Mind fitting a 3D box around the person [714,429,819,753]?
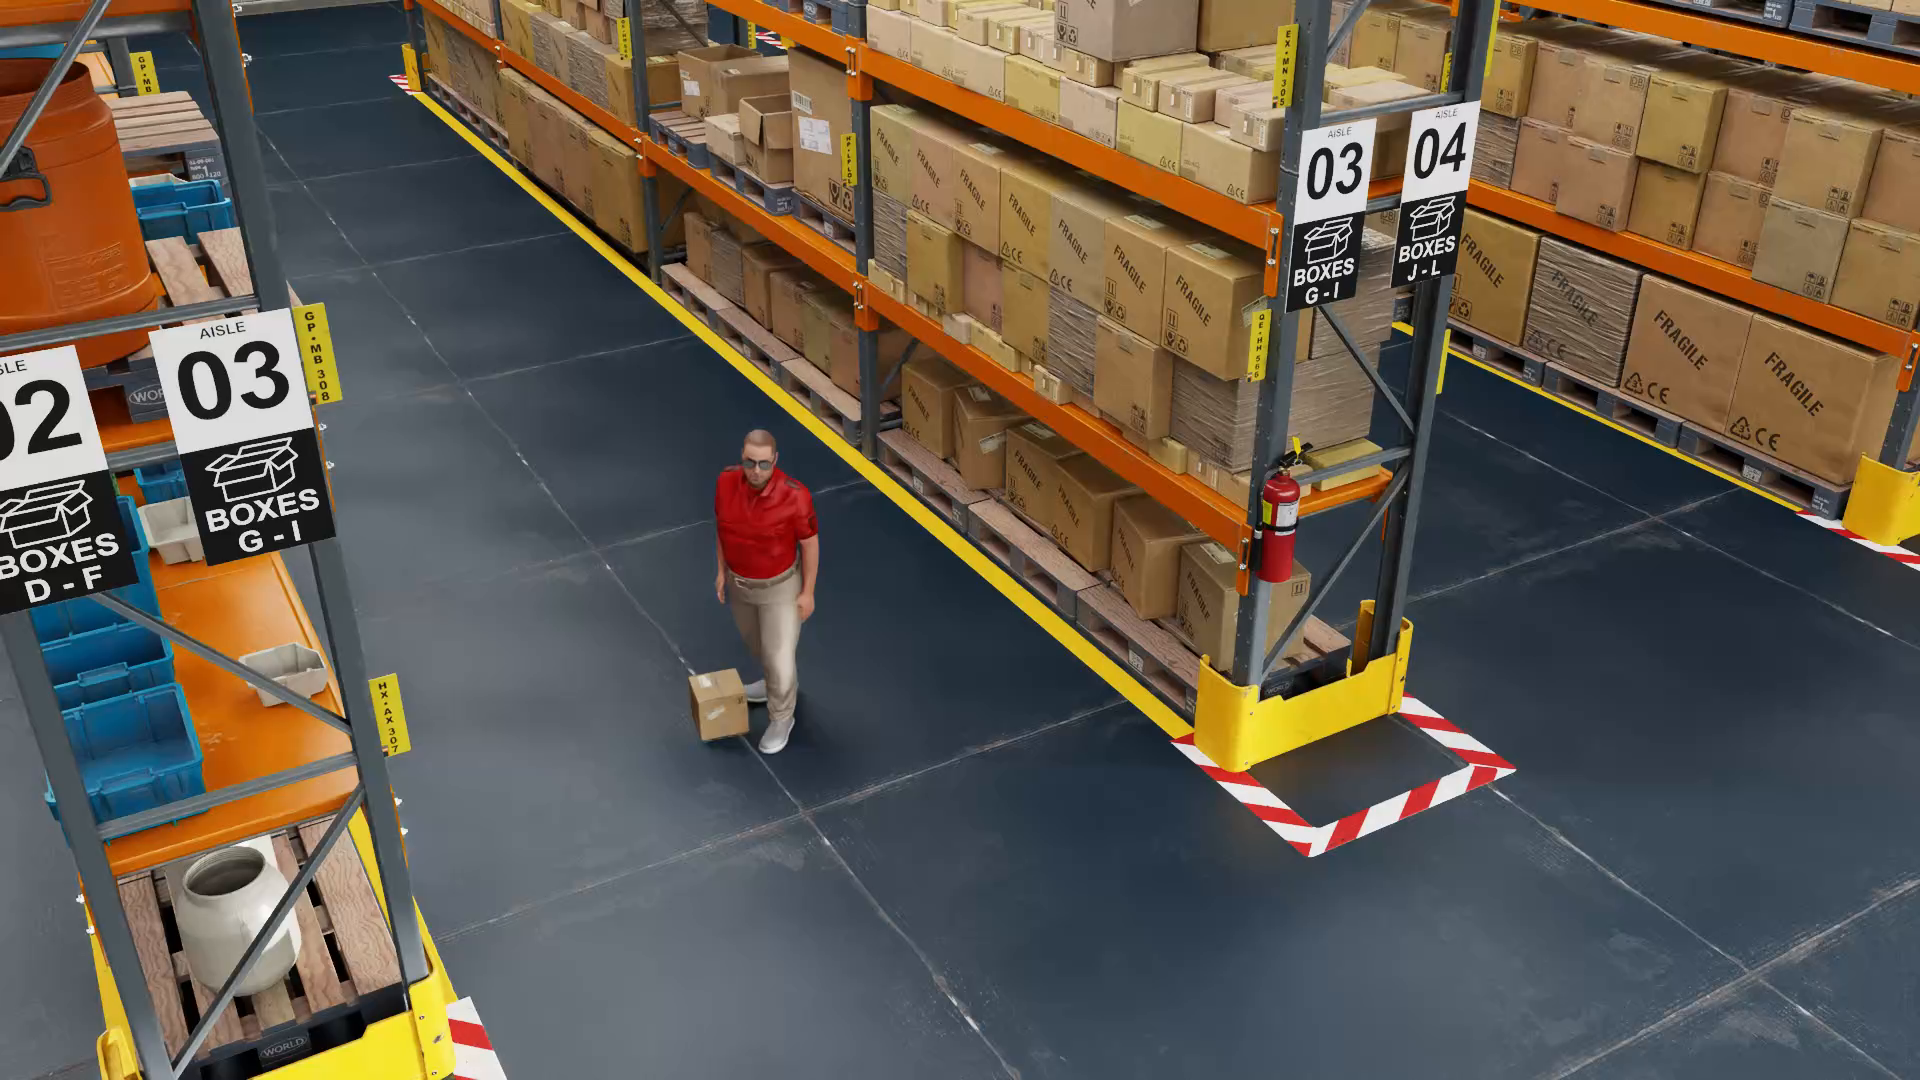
[{"bbox_3d":[-0.940,0.191,8.240,0.576,1.713,0.582,14,32,23],"label":"person"}]
